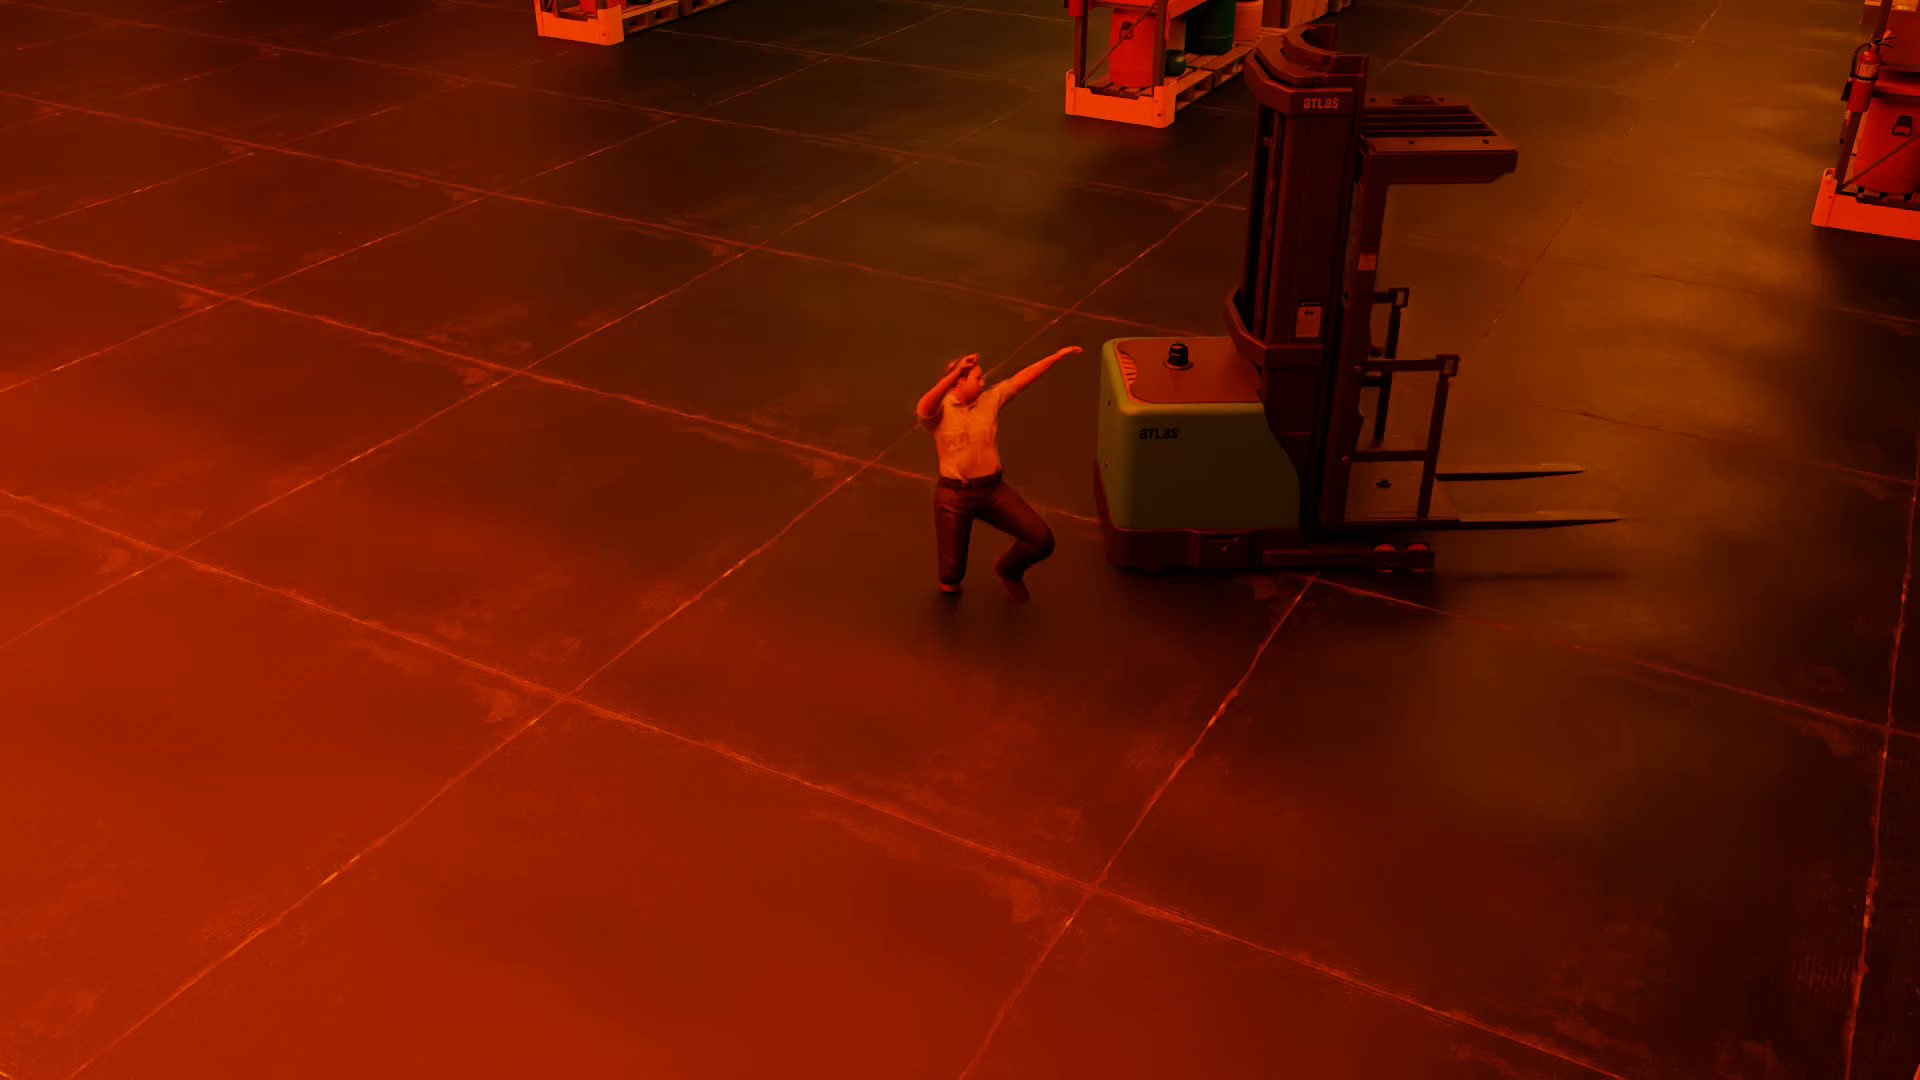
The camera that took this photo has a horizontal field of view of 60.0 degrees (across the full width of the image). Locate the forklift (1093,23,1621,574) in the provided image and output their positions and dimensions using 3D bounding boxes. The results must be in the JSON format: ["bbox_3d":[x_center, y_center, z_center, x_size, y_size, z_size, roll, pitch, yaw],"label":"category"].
[{"bbox_3d":[2.364,-1.340,9.392,3.031,2.935,1.130,-1,30,-2],"label":"forklift"}]

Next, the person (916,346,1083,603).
[{"bbox_3d":[0.264,-0.372,9.121,1.011,1.576,0.769,-12,32,-20],"label":"person"}]
